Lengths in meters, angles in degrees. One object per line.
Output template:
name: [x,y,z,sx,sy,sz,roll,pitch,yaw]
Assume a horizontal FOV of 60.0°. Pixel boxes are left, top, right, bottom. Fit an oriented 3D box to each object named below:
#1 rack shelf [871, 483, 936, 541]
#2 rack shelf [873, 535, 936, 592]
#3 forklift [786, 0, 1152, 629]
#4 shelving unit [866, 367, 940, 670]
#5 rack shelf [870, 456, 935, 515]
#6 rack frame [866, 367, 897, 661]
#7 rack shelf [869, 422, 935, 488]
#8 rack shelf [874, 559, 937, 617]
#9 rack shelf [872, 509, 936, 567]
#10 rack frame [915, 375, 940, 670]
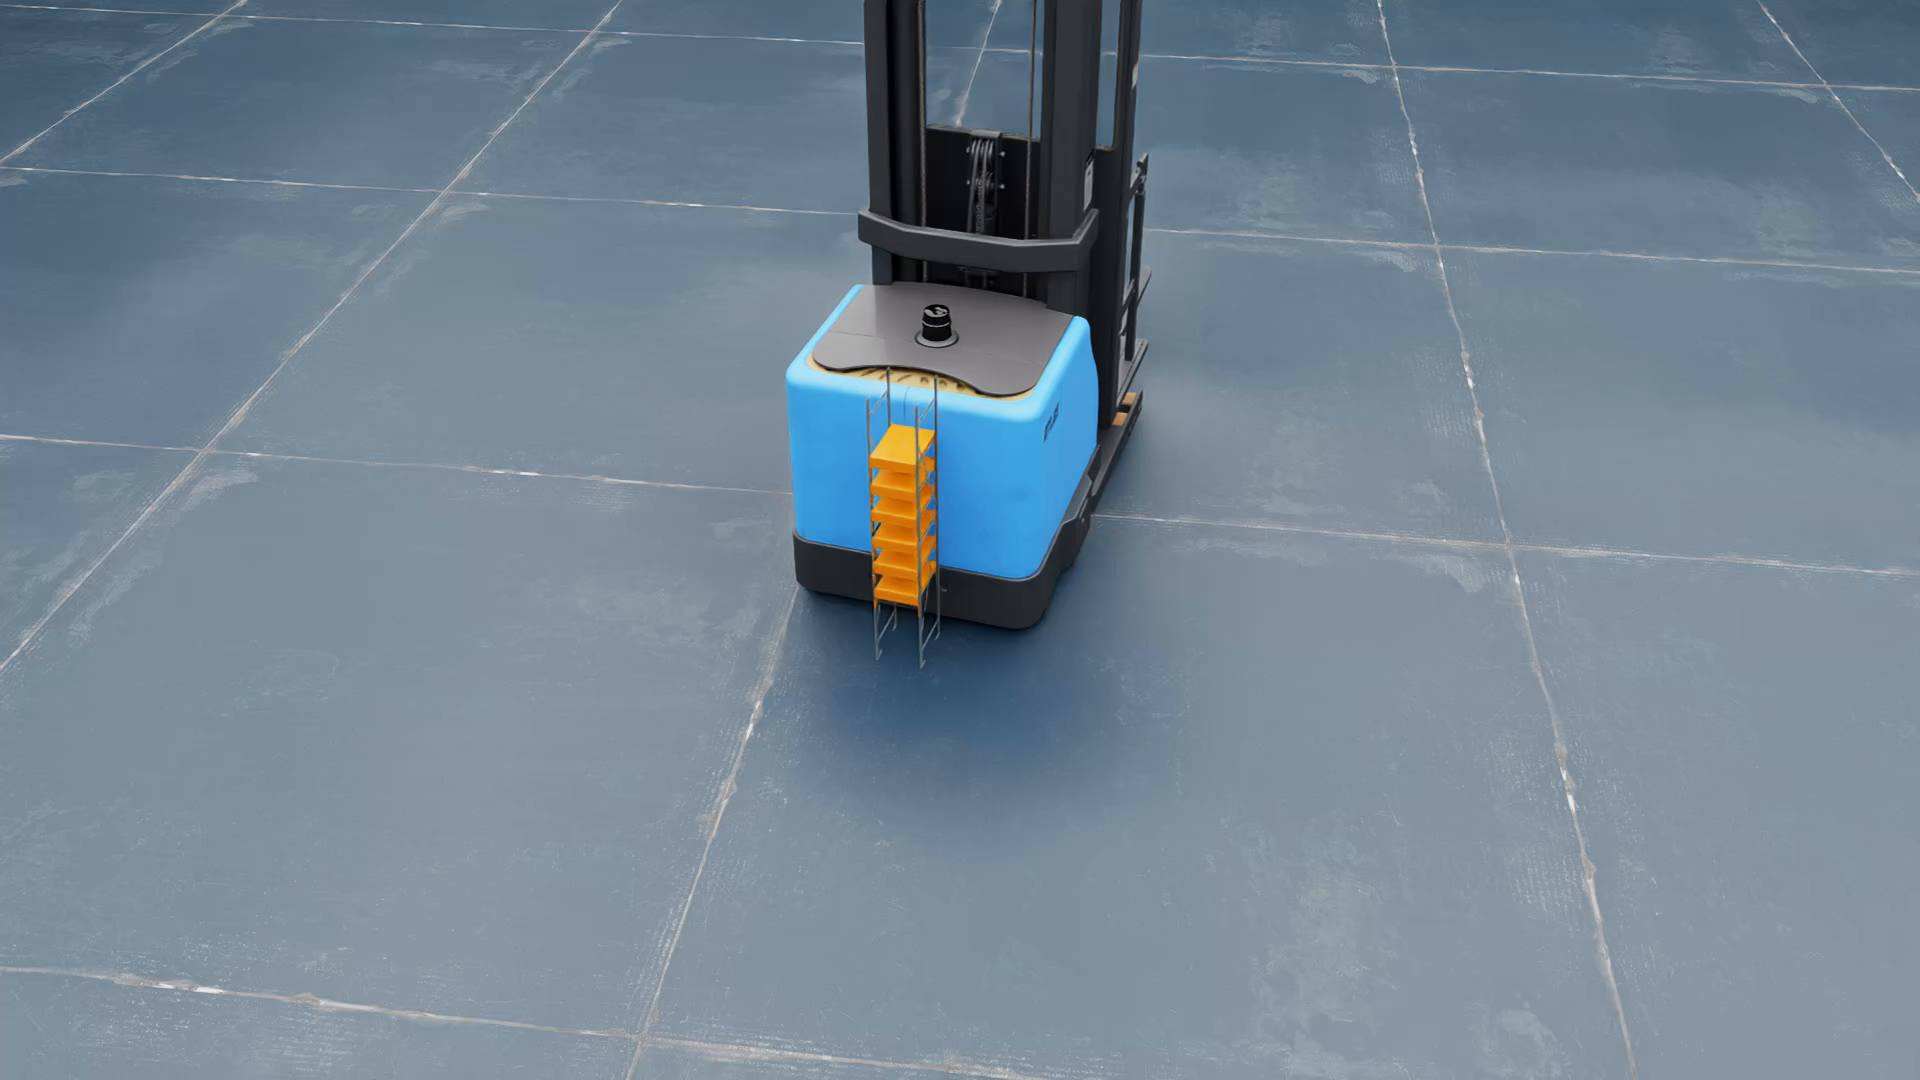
rack shelf: [-0.207,-0.121,6.256,0.180,0.103,0.258,10,37,14]
rack shelf: [-0.207,0.074,6.396,0.180,0.103,0.258,10,37,14]
forklift: [0.246,-1.694,7.101,1.130,2.935,3.031,10,37,14]
shelving unit: [-0.207,-0.060,6.300,0.189,1.200,0.258,10,37,14]
rack shelf: [-0.207,-0.218,6.185,0.180,0.103,0.258,10,37,14]
rack frame: [-0.294,-0.076,6.322,0.006,1.200,0.240,10,37,14]
rack shelf: [-0.207,-0.316,6.115,0.180,0.103,0.258,10,37,14]
rack shelf: [-0.207,0.171,6.466,0.180,0.103,0.258,10,37,14]
rack shelf: [-0.207,-0.024,6.326,0.180,0.103,0.258,10,37,14]
rack frame: [-0.120,-0.044,6.277,0.006,1.200,0.240,10,37,14]
